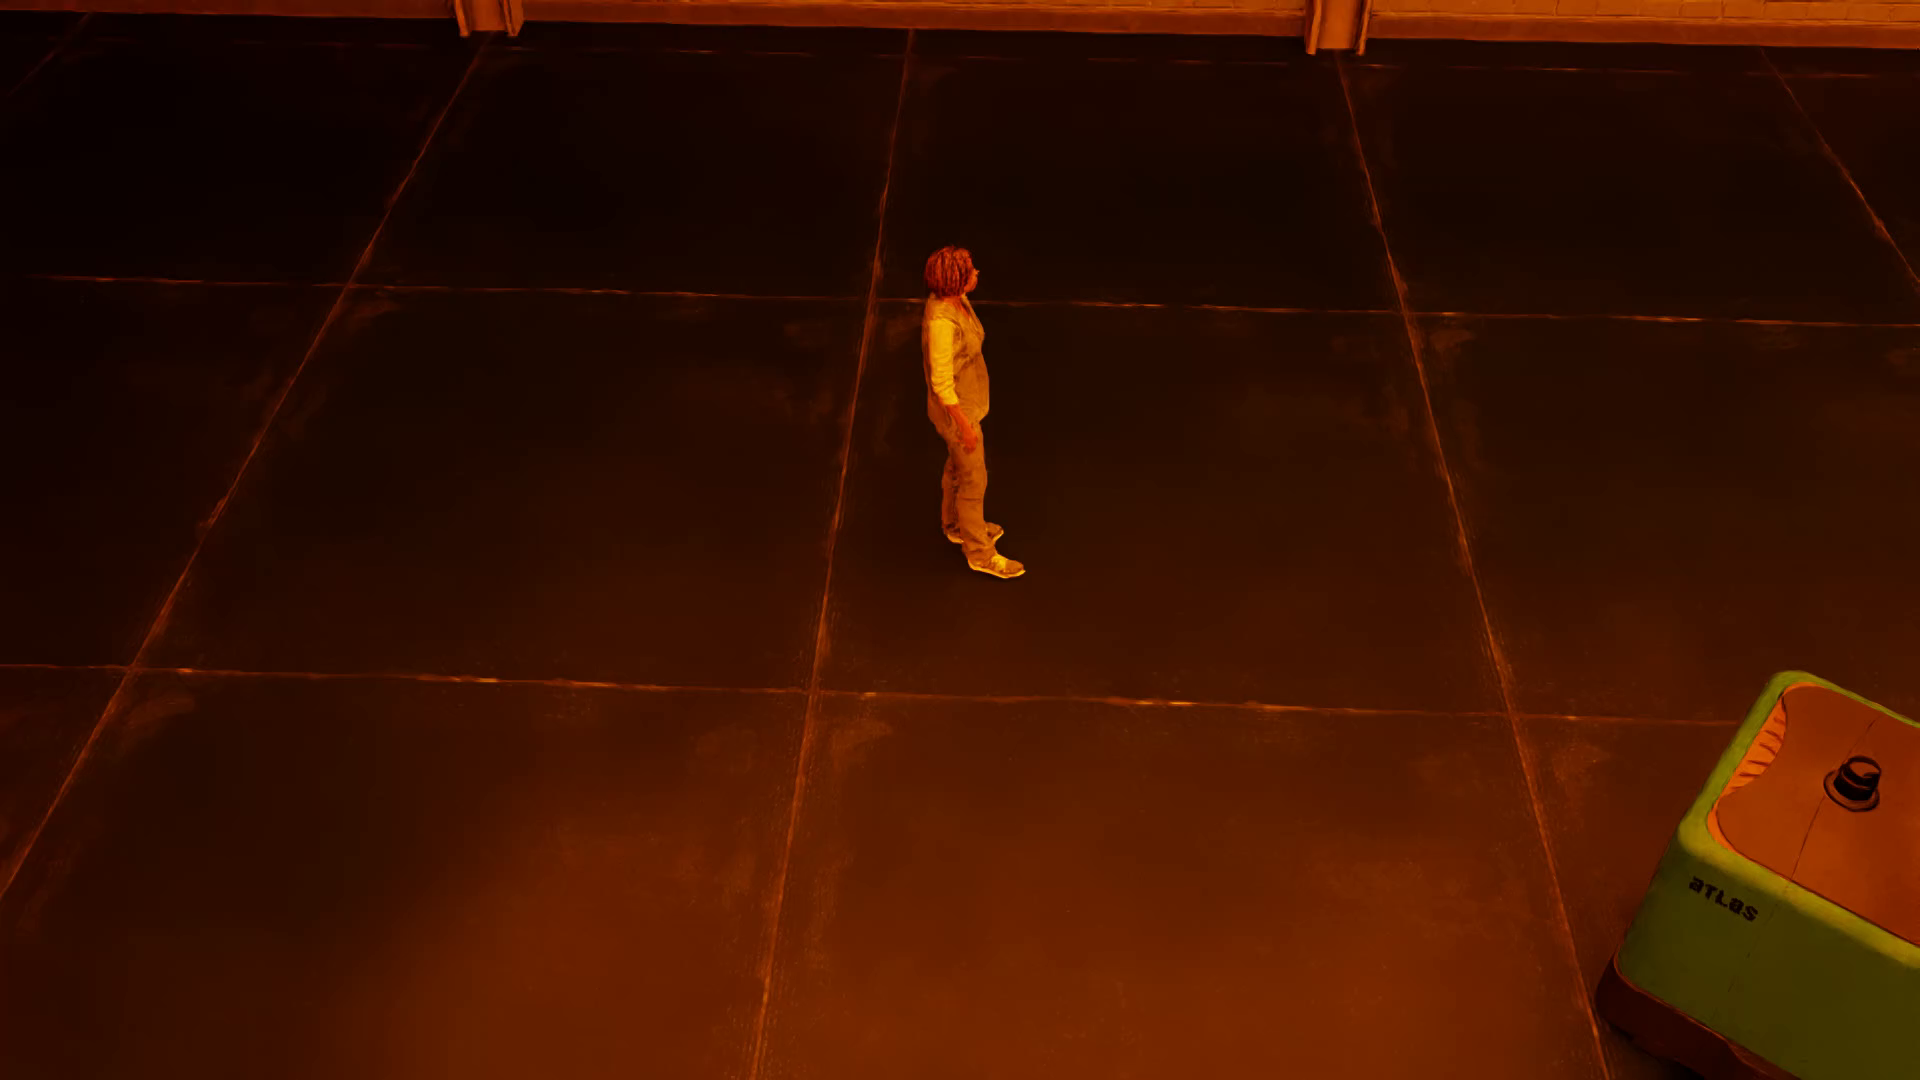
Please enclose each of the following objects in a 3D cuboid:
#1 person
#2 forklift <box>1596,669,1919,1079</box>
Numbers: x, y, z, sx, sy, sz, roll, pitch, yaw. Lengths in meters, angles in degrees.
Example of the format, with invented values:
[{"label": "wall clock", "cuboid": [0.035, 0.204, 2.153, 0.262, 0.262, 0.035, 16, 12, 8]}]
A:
[{"label": "person", "cuboid": [0.073, -0.584, 7.360, 0.474, 1.597, 0.521, 2, 42, 2]}, {"label": "forklift", "cuboid": [3.750, 1.023, 4.622, 3.031, 2.935, 1.130, 29, 50, 28]}]
